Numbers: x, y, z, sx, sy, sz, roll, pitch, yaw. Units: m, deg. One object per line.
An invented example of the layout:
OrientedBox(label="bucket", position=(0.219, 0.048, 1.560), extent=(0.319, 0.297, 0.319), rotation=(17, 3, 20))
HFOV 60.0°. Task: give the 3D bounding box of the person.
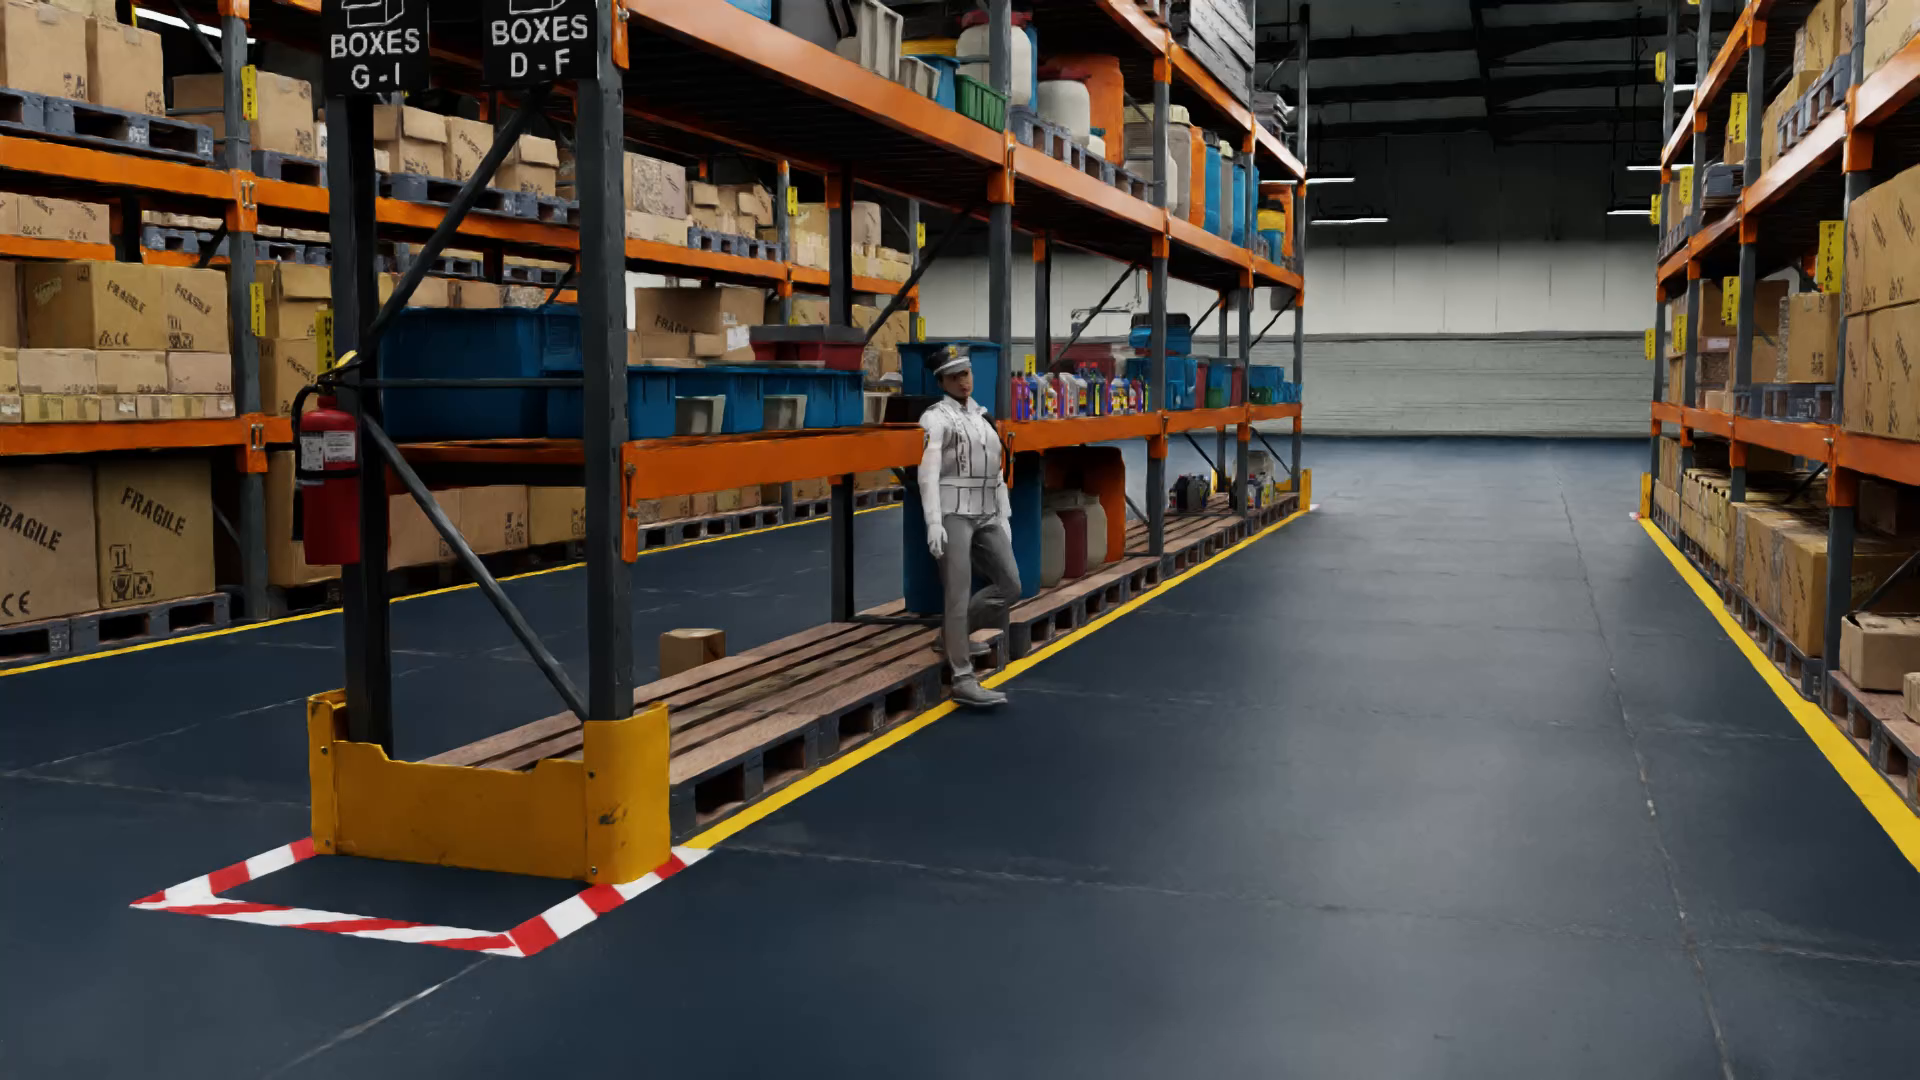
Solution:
OrientedBox(label="person", position=(0.037, -0.085, 7.765), extent=(0.557, 1.663, 0.588), rotation=(4, 6, 35))
